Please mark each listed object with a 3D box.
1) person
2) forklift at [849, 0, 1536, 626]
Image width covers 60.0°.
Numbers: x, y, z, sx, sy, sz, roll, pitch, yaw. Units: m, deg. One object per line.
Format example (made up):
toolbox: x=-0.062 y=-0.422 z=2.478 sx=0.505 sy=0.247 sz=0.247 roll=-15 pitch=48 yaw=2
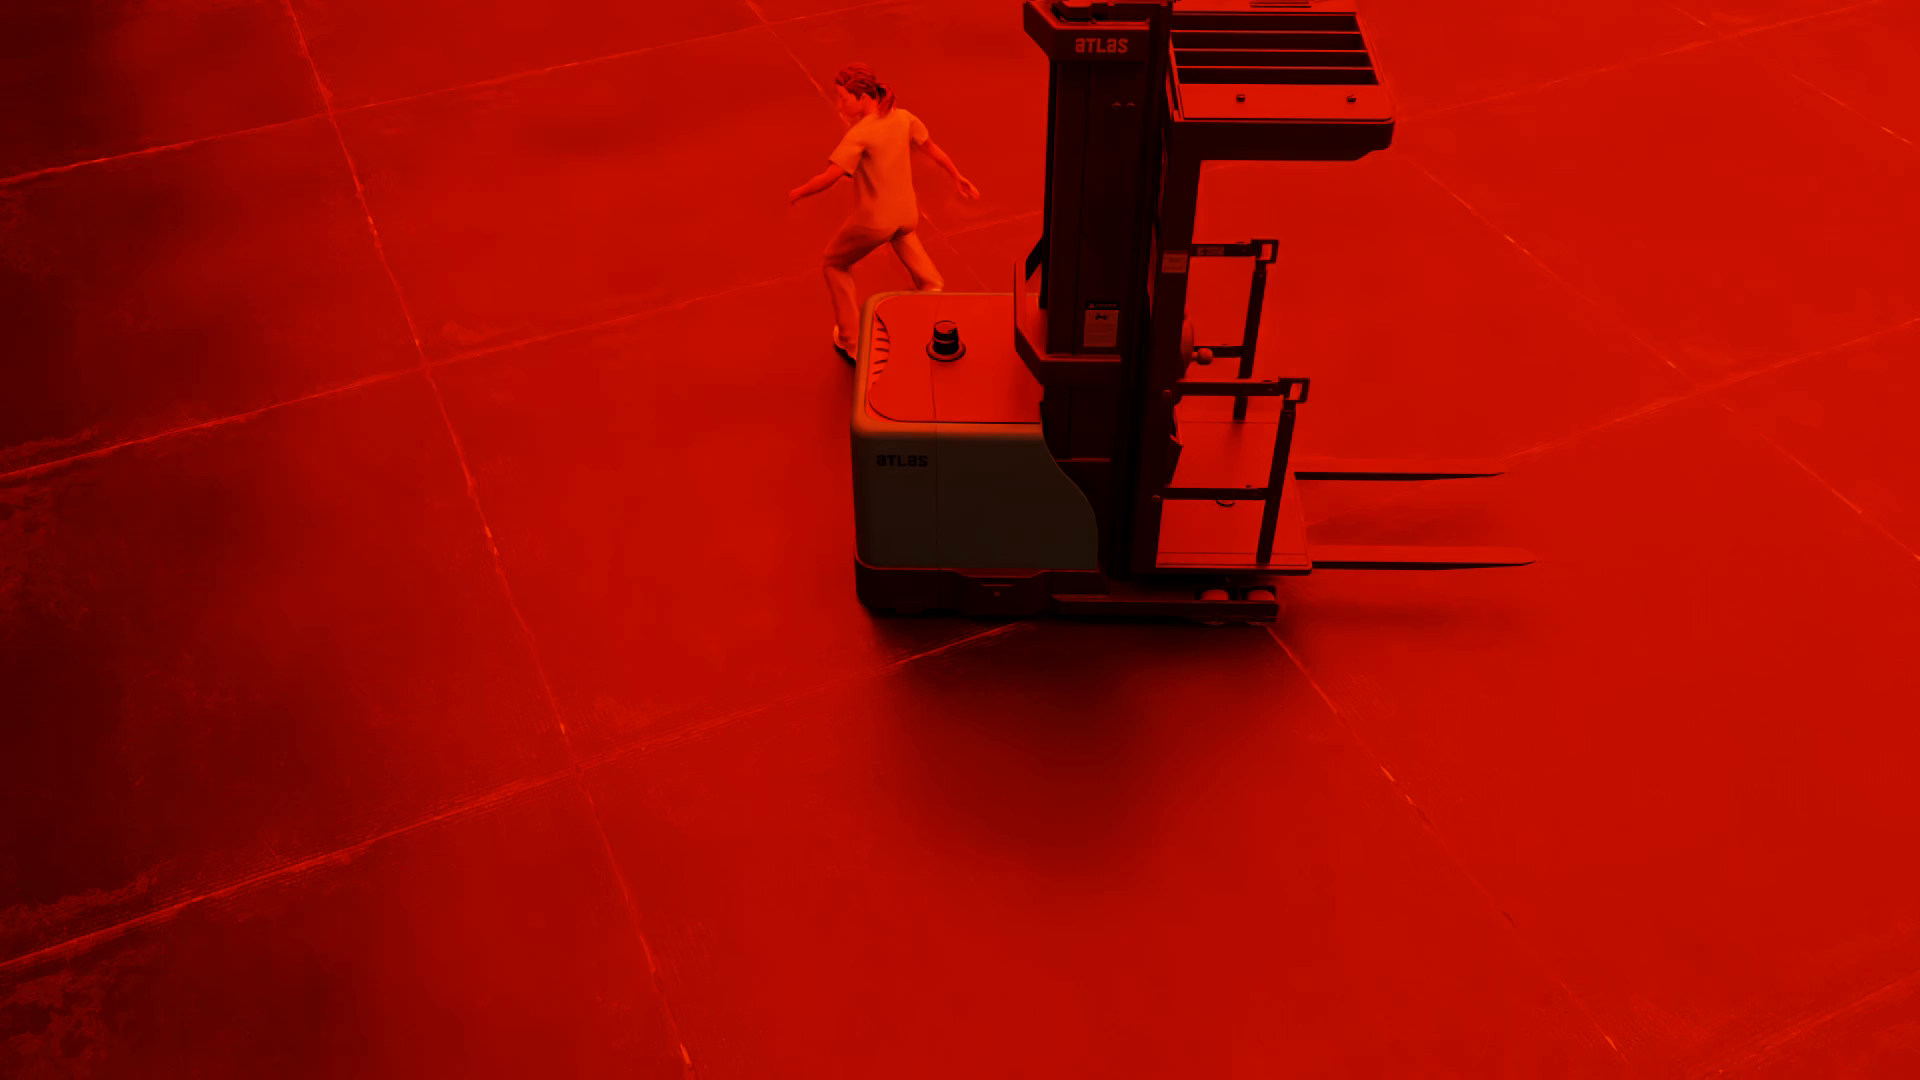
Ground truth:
person: x=-0.392 y=-1.709 z=8.611 sx=0.909 sy=1.581 sz=0.498 roll=-29 pitch=50 yaw=-28
forklift: x=1.056 y=-1.059 z=6.815 sx=3.031 sy=2.935 sz=1.130 roll=1 pitch=43 yaw=1
